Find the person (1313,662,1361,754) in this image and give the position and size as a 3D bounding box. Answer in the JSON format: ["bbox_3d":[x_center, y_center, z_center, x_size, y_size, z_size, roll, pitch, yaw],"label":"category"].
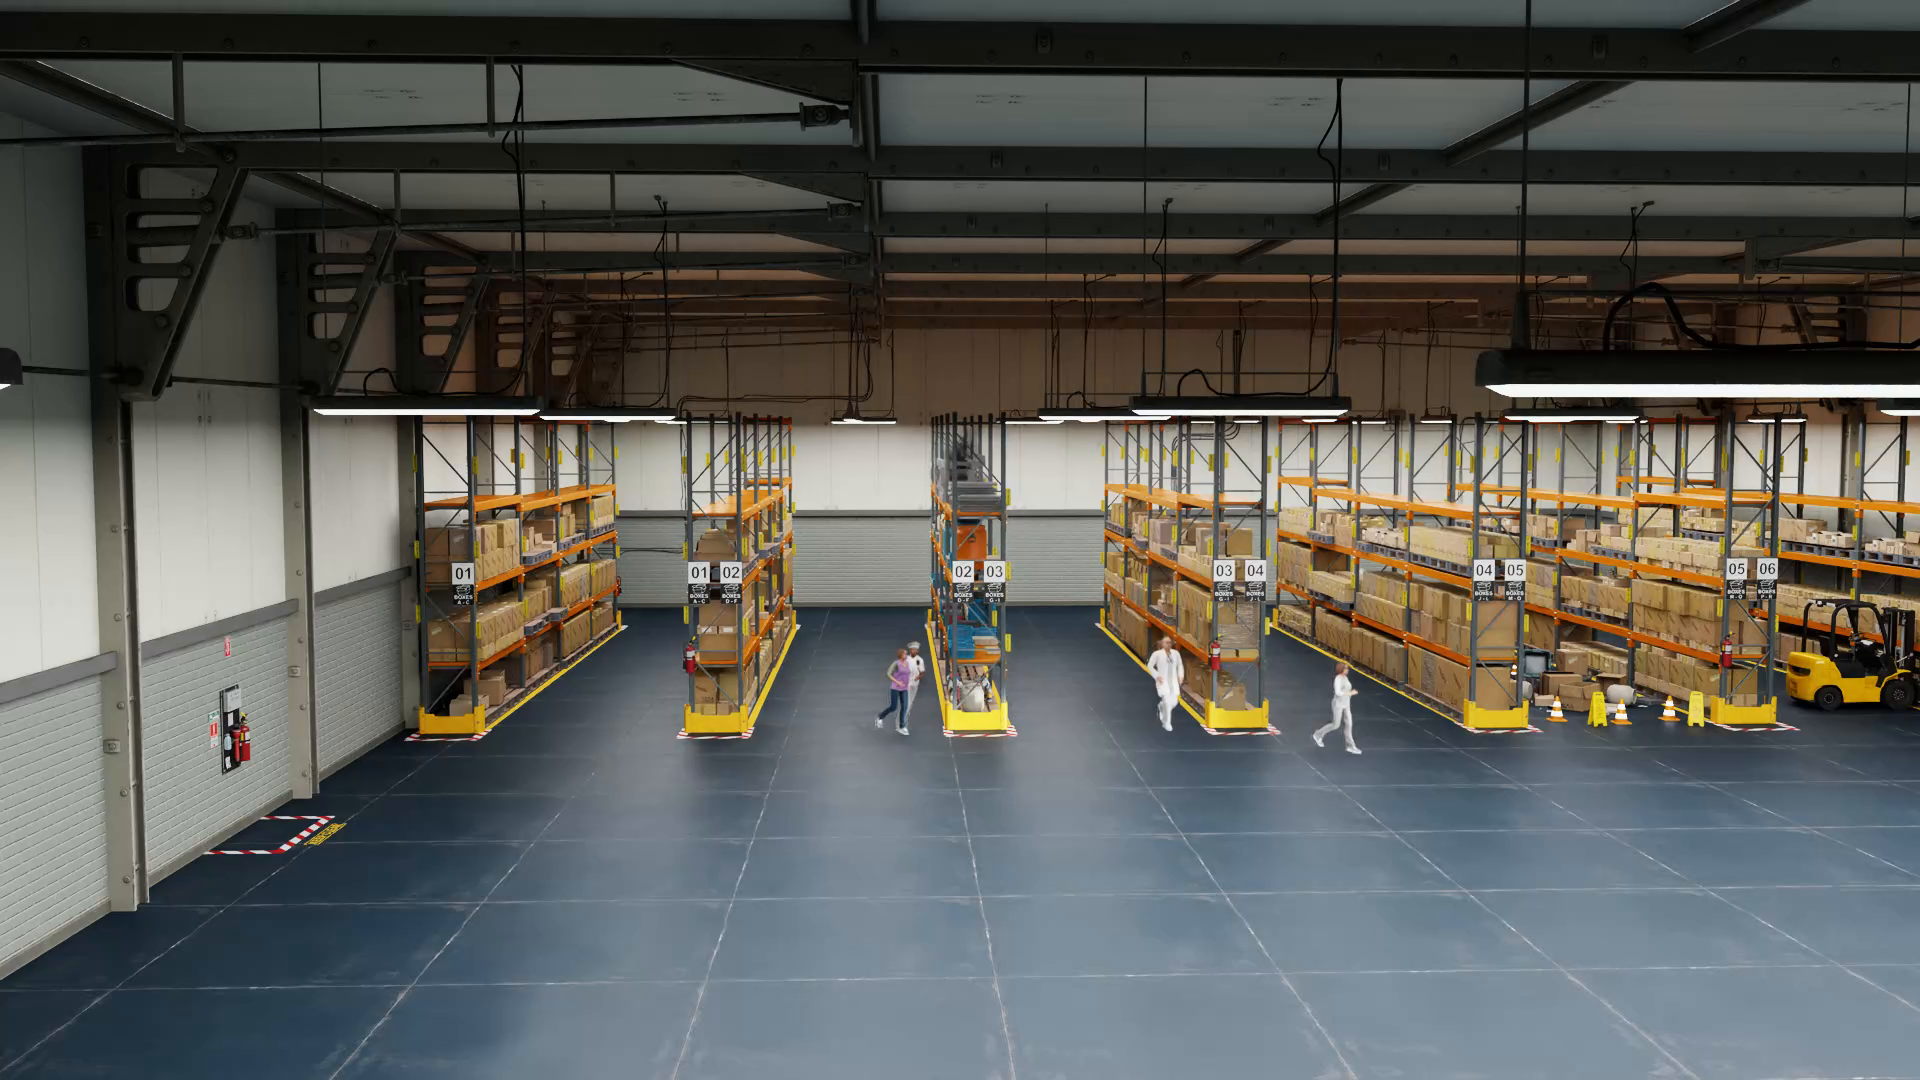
[{"bbox_3d":[6.632,2.920,29.145,0.877,1.585,0.538,3,5,35],"label":"person"}]

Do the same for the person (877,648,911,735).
[{"bbox_3d":[-1.116,2.811,31.158,0.601,1.559,0.864,-3,5,-41],"label":"person"}]

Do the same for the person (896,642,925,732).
[{"bbox_3d":[-0.956,2.764,31.408,0.592,1.694,0.627,-2,4,-22],"label":"person"}]

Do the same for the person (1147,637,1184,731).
[{"bbox_3d":[3.903,2.712,31.668,0.743,1.751,0.715,-1,4,-20],"label":"person"}]
